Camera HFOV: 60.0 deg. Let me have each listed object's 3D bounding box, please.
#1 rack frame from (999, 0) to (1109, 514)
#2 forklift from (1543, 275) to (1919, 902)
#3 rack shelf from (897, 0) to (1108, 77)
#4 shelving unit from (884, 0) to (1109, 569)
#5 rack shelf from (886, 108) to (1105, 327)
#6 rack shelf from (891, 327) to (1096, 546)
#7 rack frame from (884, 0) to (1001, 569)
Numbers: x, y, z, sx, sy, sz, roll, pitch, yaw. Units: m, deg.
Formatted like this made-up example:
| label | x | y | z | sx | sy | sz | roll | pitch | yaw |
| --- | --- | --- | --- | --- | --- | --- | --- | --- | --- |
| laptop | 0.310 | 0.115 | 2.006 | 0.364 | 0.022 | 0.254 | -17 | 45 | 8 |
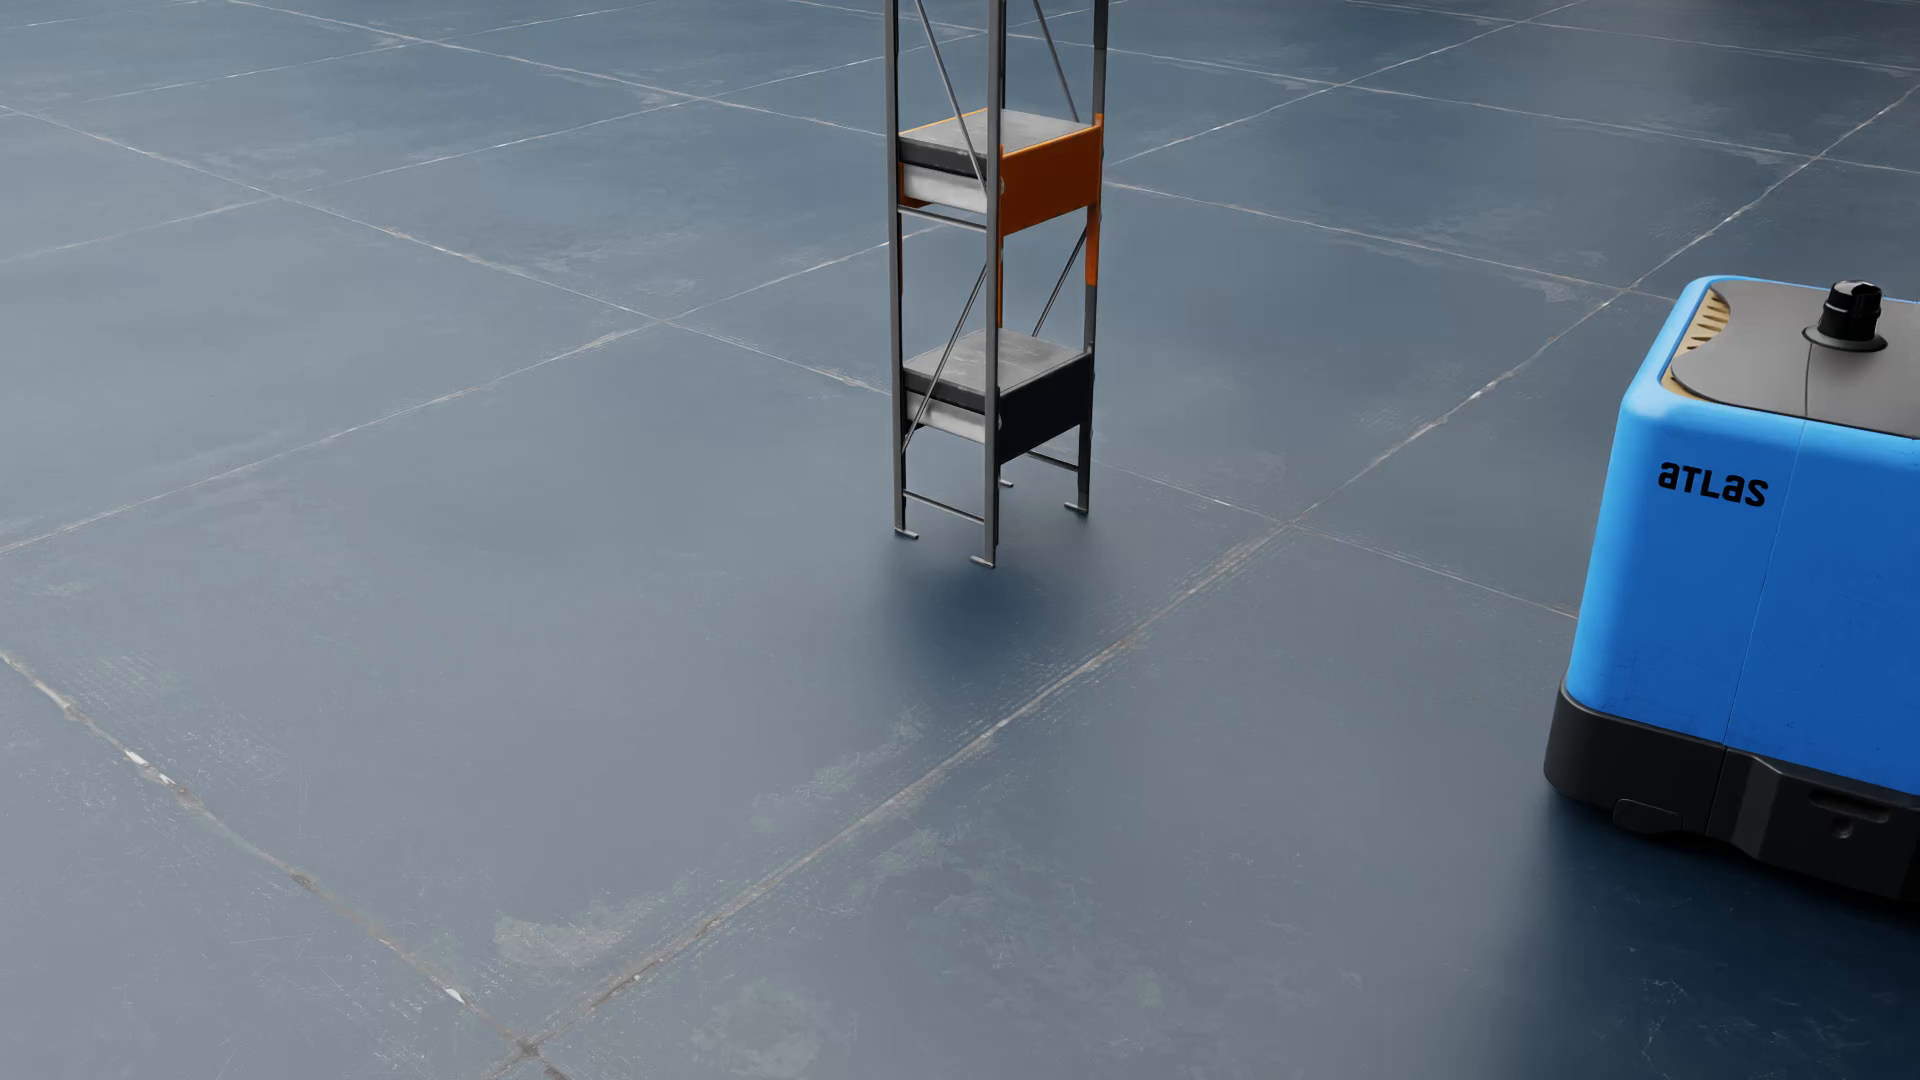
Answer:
| label | x | y | z | sx | sy | sz | roll | pitch | yaw |
| --- | --- | --- | --- | --- | --- | --- | --- | --- | --- |
| rack frame | 0.261 | -1.078 | 5.048 | 0.400 | 2.100 | 0.015 | 21 | 34 | 34 |
| forklift | 2.941 | -0.513 | 3.052 | 3.031 | 2.935 | 1.130 | 15 | 31 | 26 |
| rack shelf | 0.105 | -1.601 | 4.566 | 0.431 | 0.518 | 0.480 | 21 | 34 | 34 |
| shelving unit | 0.105 | -0.991 | 4.881 | 0.431 | 2.100 | 0.503 | 21 | 34 | 34 |
| rack shelf | 0.105 | -0.979 | 4.887 | 0.431 | 0.518 | 0.480 | 21 | 34 | 34 |
| rack shelf | 0.105 | -0.357 | 5.209 | 0.431 | 0.518 | 0.480 | 21 | 34 | 34 |
| rack frame | -0.050 | -0.905 | 4.714 | 0.400 | 2.100 | 0.015 | 21 | 34 | 34 |
